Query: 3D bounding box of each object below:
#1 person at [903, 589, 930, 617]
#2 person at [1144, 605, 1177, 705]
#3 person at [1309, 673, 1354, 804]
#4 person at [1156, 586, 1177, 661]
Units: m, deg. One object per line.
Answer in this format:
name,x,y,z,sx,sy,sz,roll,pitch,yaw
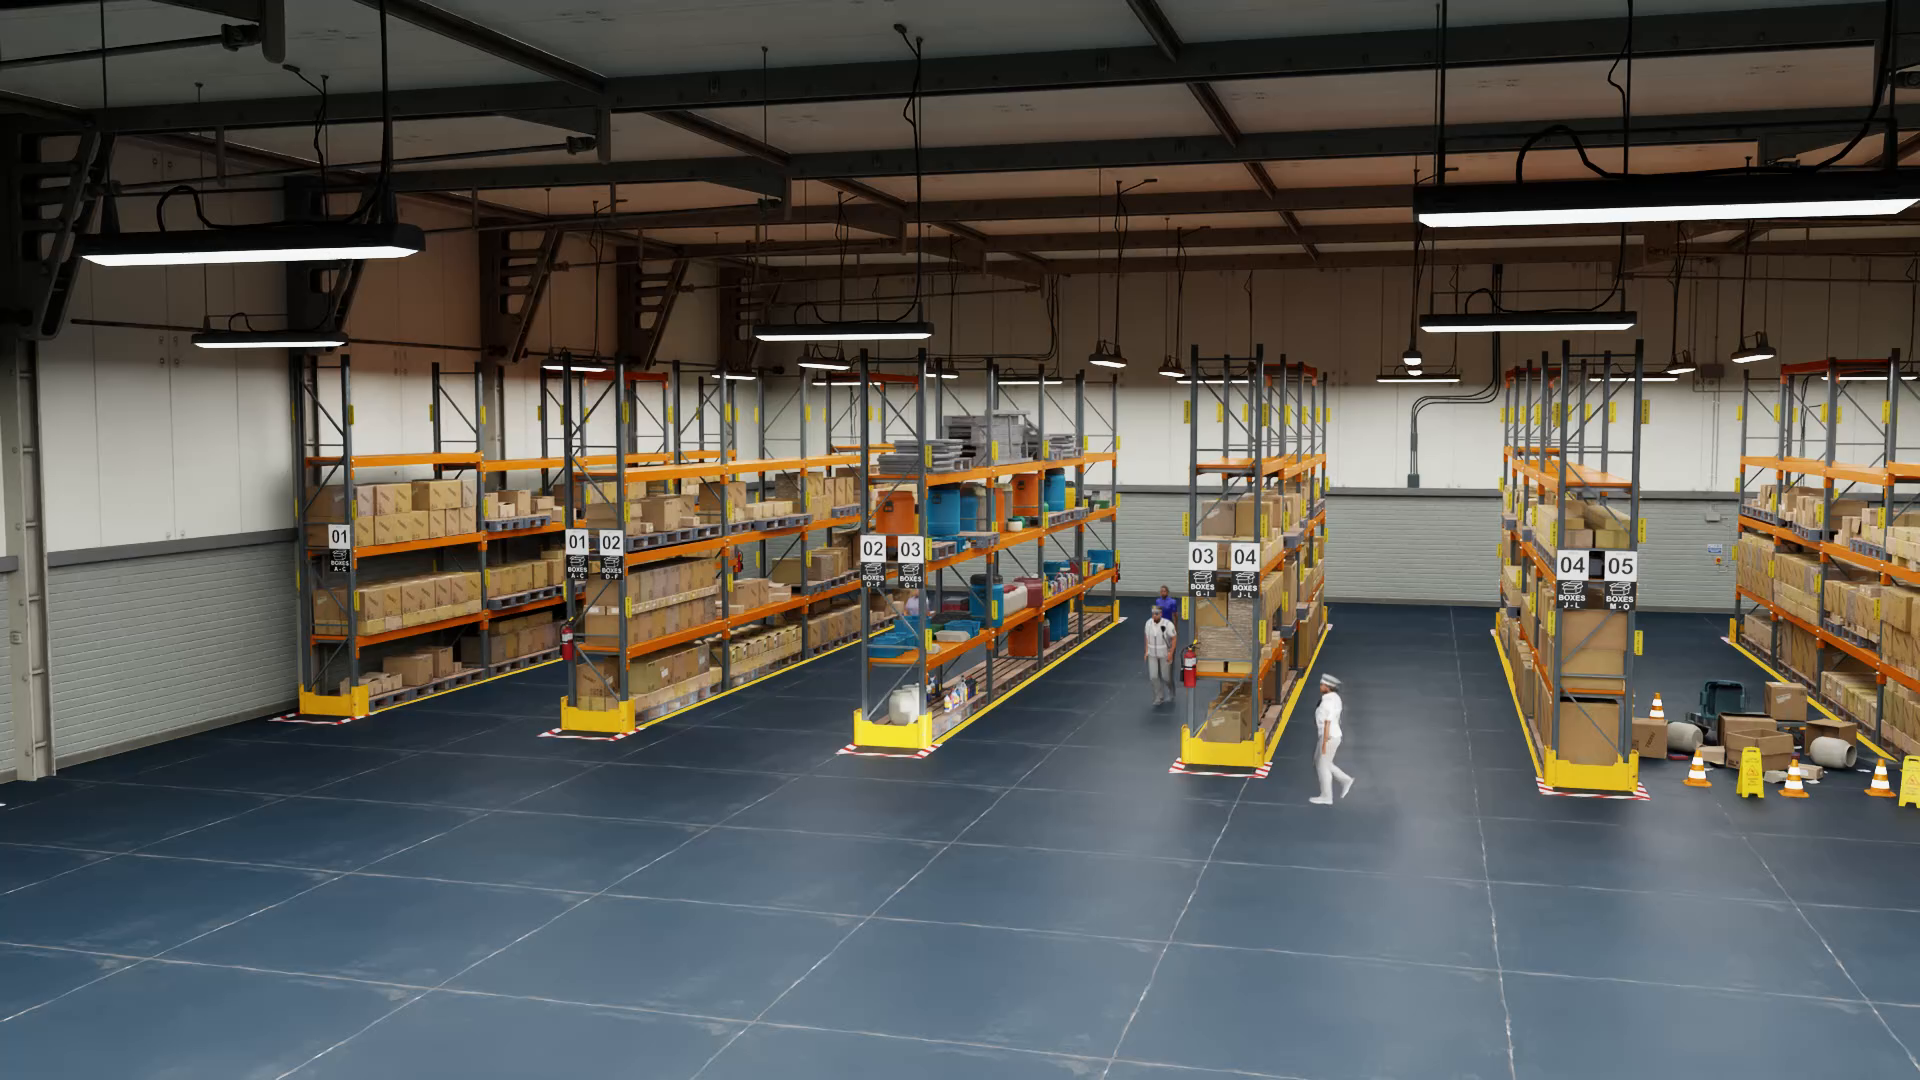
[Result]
person,-0.893,1.695,33.193,0.483,1.554,1.008,2,5,26
person,3.511,1.974,28.918,0.598,1.740,0.621,2,5,27
person,4.781,2.544,21.341,0.561,1.674,0.452,1,4,11
person,4.119,1.705,33.119,0.445,1.598,0.863,1,4,13
